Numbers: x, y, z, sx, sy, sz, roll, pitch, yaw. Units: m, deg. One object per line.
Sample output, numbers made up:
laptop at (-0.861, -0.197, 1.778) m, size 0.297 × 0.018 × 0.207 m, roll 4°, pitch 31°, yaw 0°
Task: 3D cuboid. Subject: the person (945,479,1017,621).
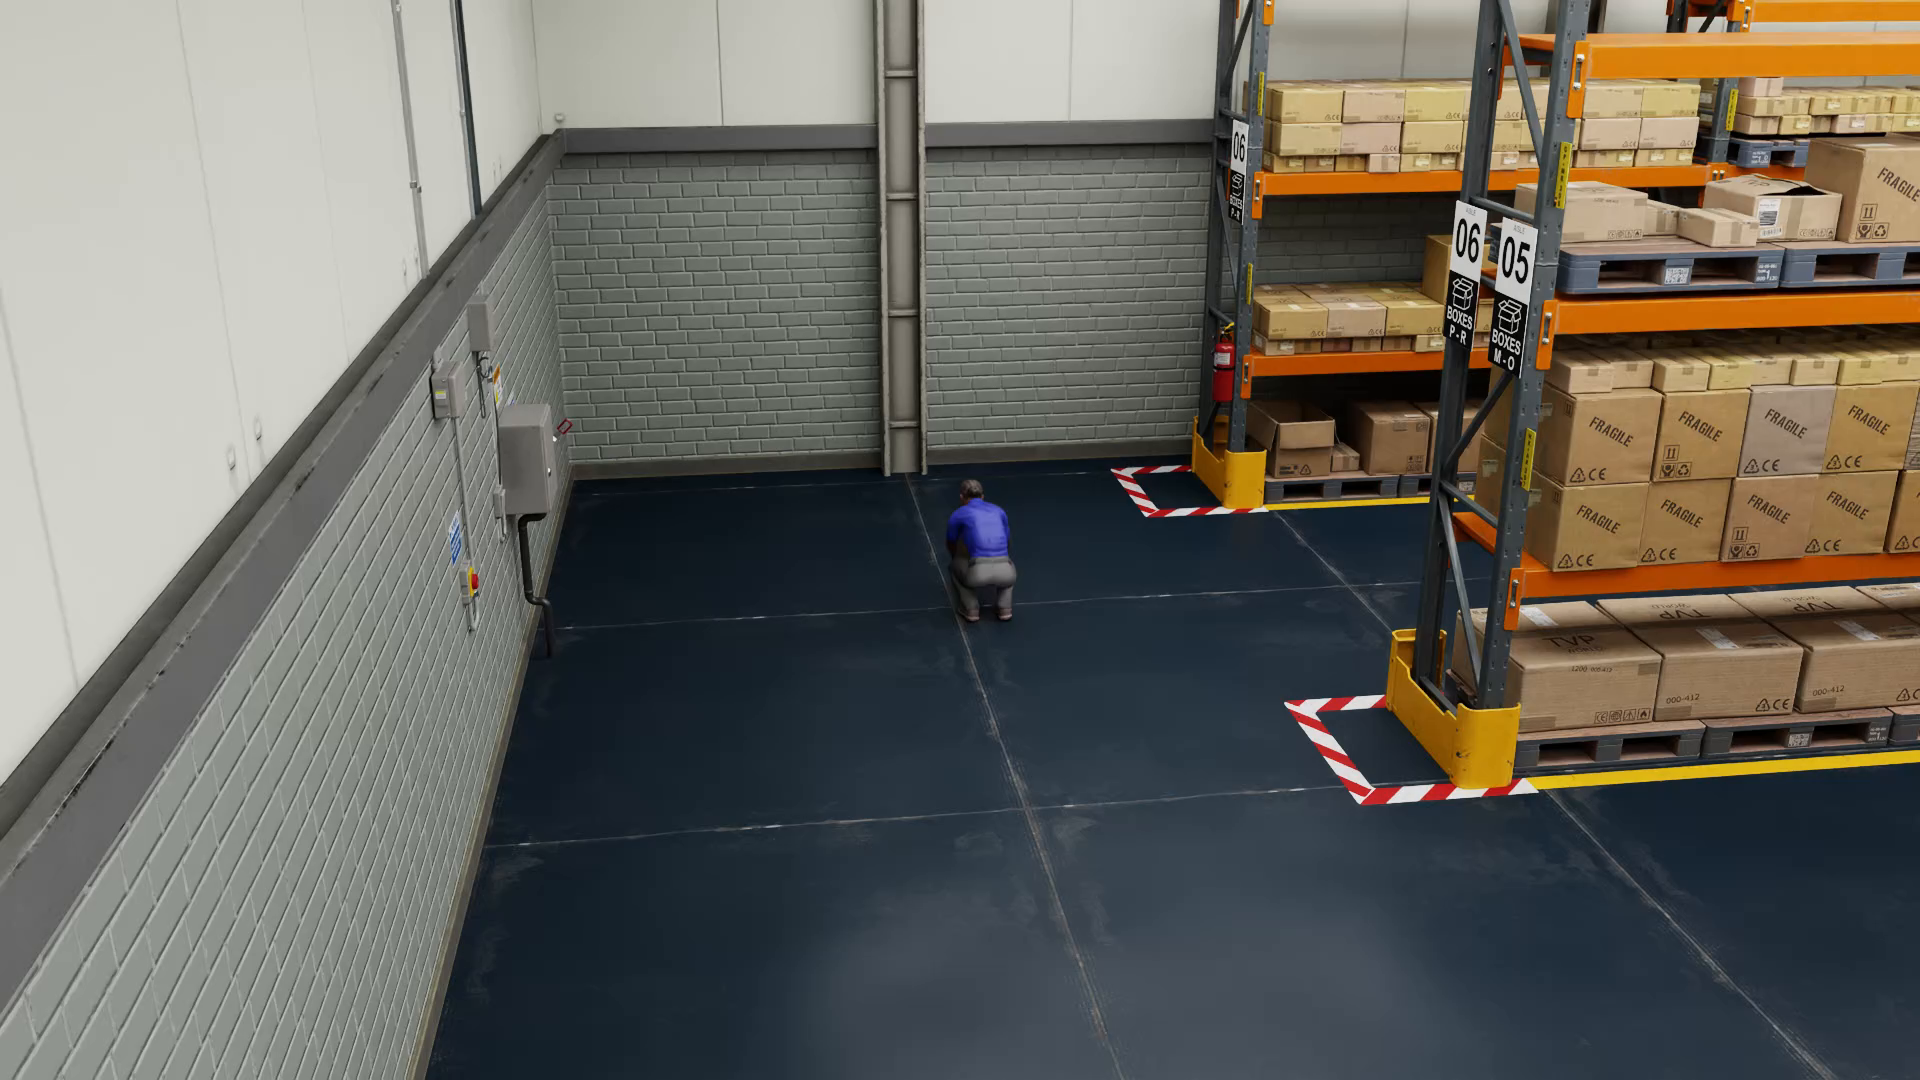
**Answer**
person at (0.160, 0.060, 12.009) m, size 0.495 × 0.923 × 0.827 m, roll -3°, pitch 20°, yaw -8°
